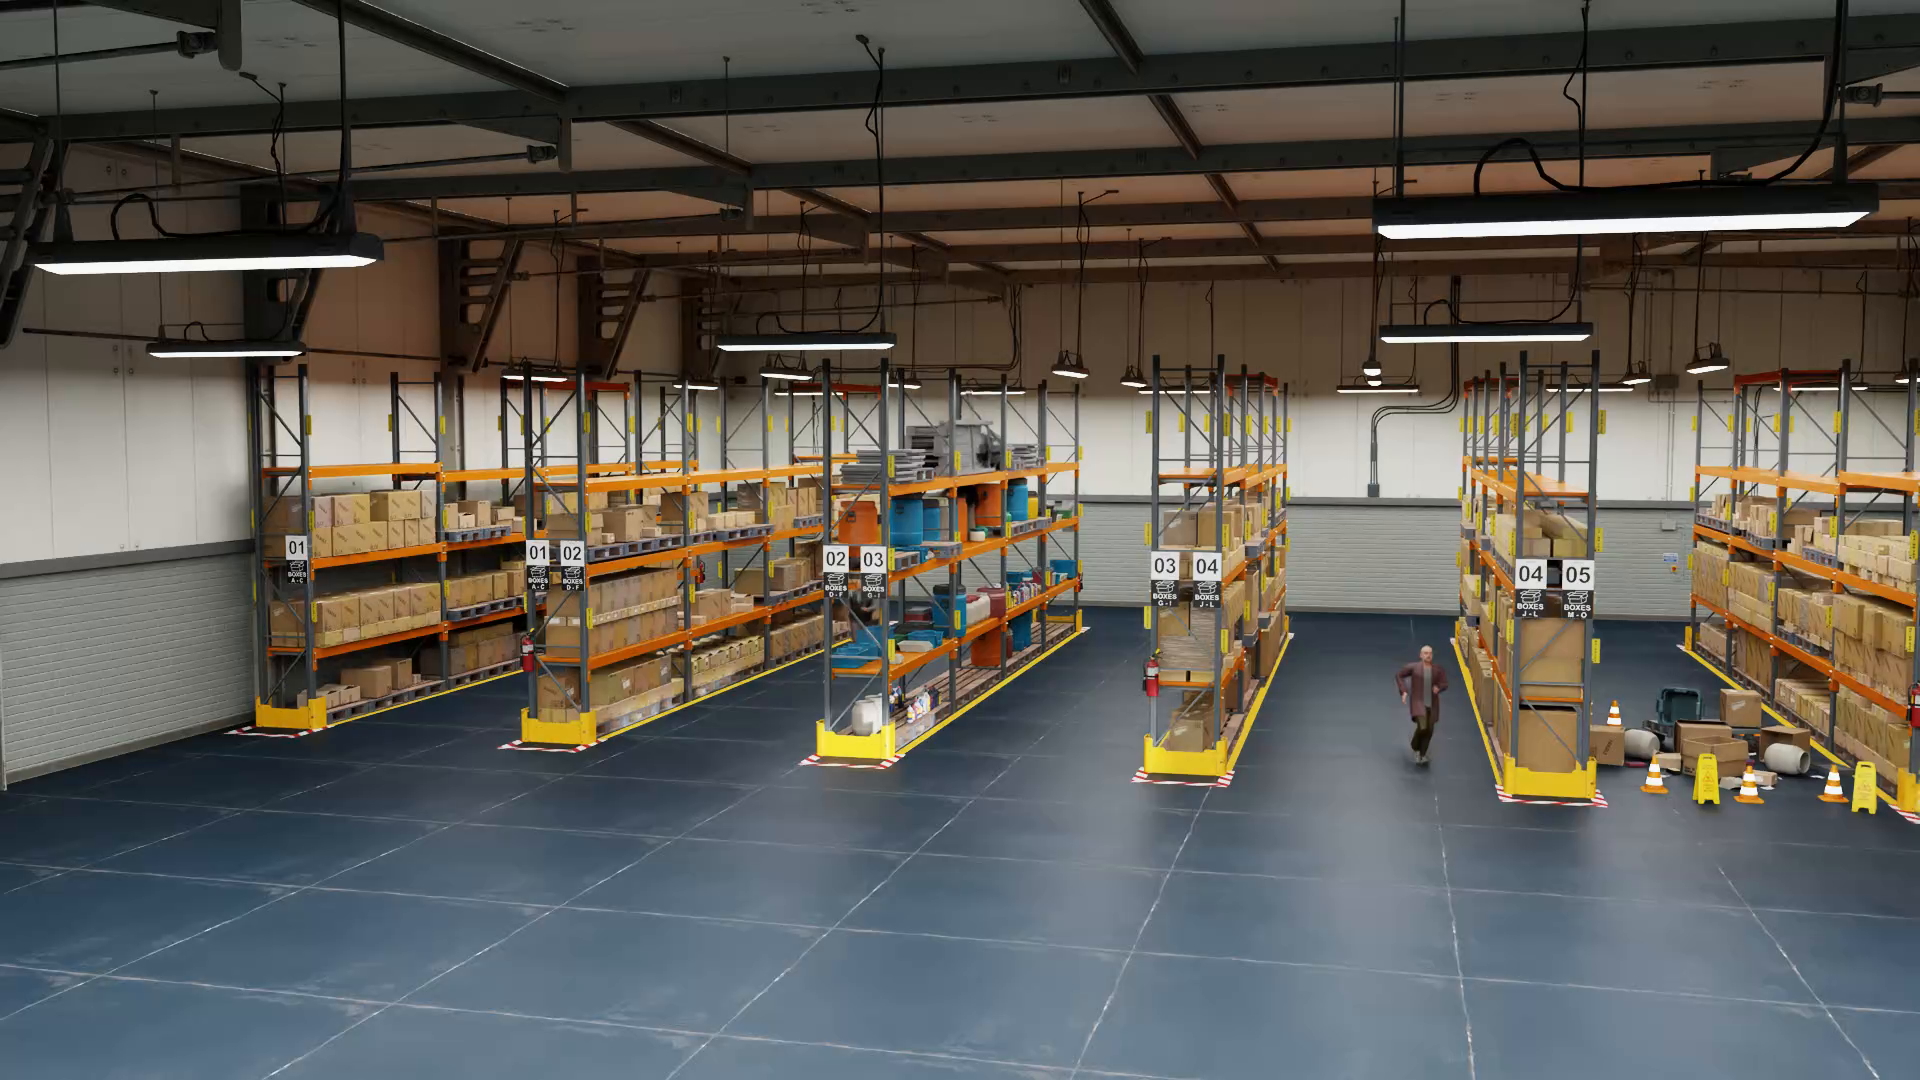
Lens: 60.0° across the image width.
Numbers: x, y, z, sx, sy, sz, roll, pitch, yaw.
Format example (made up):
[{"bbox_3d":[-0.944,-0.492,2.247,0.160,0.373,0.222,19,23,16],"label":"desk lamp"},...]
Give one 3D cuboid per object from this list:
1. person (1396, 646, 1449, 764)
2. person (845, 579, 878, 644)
[{"bbox_3d":[6.828,2.430,24.425,0.697,1.746,0.676,0,4,-4],"label":"person"},{"bbox_3d":[-1.937,1.628,32.403,0.666,1.744,0.867,0,4,3],"label":"person"}]
